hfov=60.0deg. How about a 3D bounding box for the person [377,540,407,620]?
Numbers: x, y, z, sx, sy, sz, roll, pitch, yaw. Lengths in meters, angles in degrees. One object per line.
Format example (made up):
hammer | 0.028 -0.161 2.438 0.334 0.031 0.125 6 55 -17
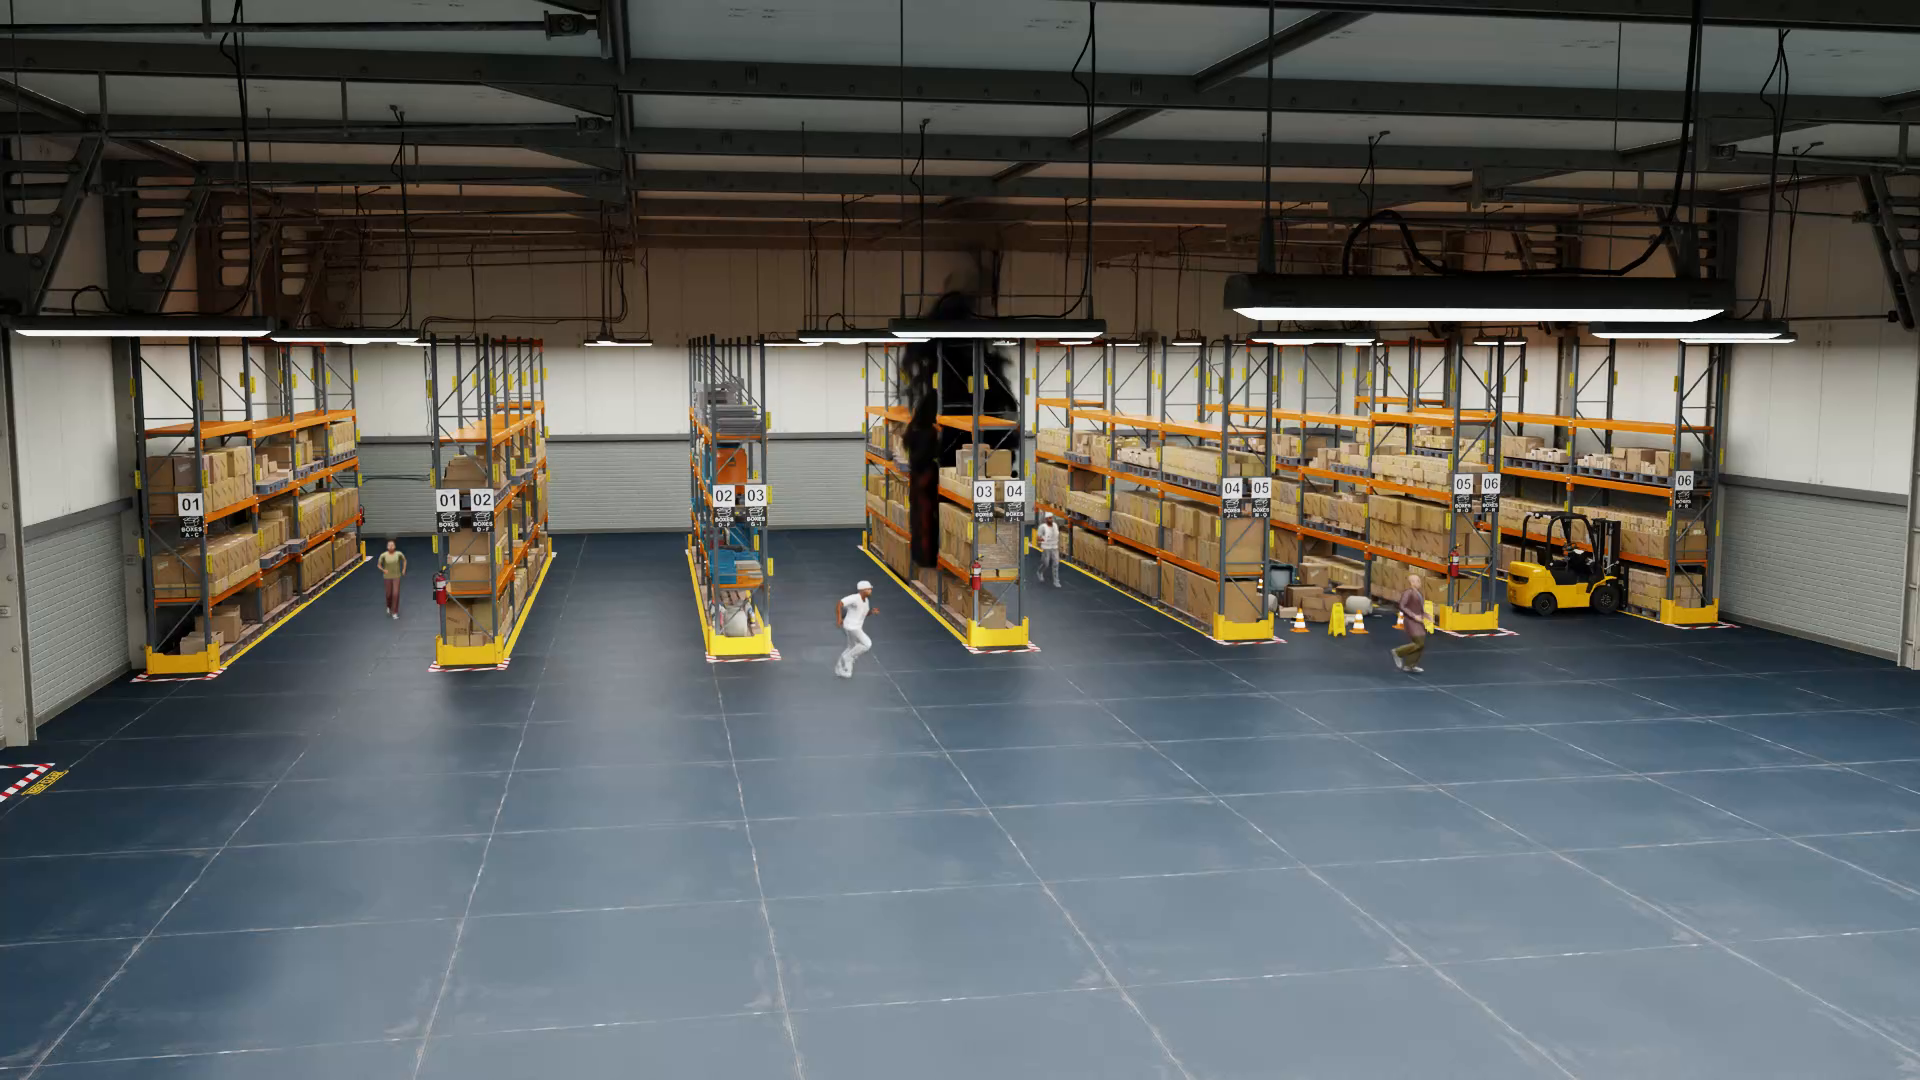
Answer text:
person | -12.150 0.826 35.609 0.600 1.678 0.817 -2 7 -20

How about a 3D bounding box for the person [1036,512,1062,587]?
person | 2.159 0.217 40.174 0.684 1.782 0.984 -3 7 -25

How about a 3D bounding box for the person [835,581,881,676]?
person | -1.805 1.548 29.096 0.818 1.681 0.683 1 7 11

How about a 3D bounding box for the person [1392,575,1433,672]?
person | 8.033 1.479 29.546 0.632 1.730 0.694 4 8 34

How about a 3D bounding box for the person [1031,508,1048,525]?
person | 2.531 -0.797 49.828 0.708 1.681 0.589 -2 7 -18
